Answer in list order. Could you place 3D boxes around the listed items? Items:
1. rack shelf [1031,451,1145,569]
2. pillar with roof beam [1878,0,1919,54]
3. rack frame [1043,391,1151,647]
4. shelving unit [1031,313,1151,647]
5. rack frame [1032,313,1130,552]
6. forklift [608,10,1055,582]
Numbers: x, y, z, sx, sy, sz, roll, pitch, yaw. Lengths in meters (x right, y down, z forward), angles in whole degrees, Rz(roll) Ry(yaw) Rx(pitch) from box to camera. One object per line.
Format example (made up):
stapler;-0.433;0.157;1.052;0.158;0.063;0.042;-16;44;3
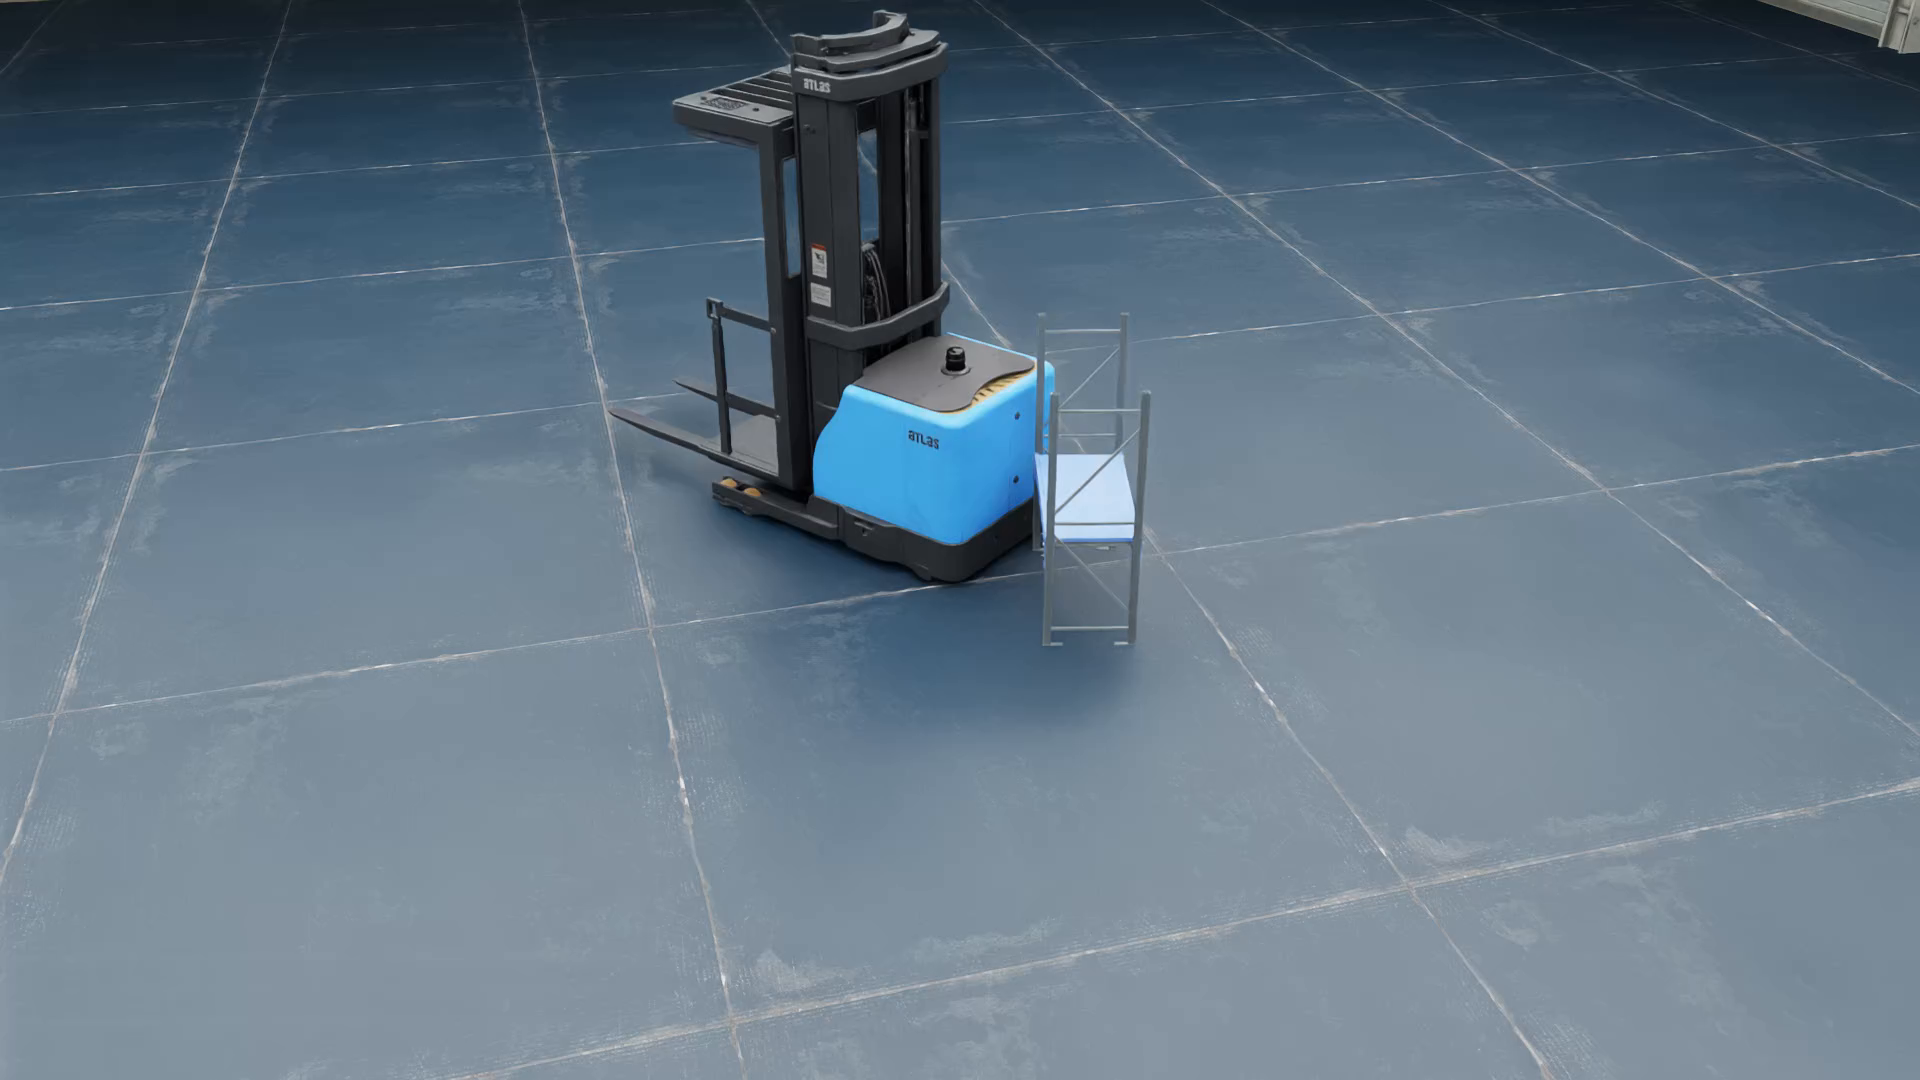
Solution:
rack shelf;0.689;-0.180;9.154;0.538;0.185;1.000;-1;30;-1
pillar with roof beam;7.361;-9.338;17.131;9.100;9.000;0.400;-8;31;-13
rack frame;0.698;-0.081;8.624;0.500;1.500;0.032;-1;30;-1
shelving unit;0.689;-0.336;9.064;0.538;1.500;1.048;-1;30;-1
rack frame;0.680;-0.590;9.504;0.500;1.500;0.032;-1;30;-1
forklift;-0.920;-1.612;9.840;3.031;2.935;1.130;20;36;31
